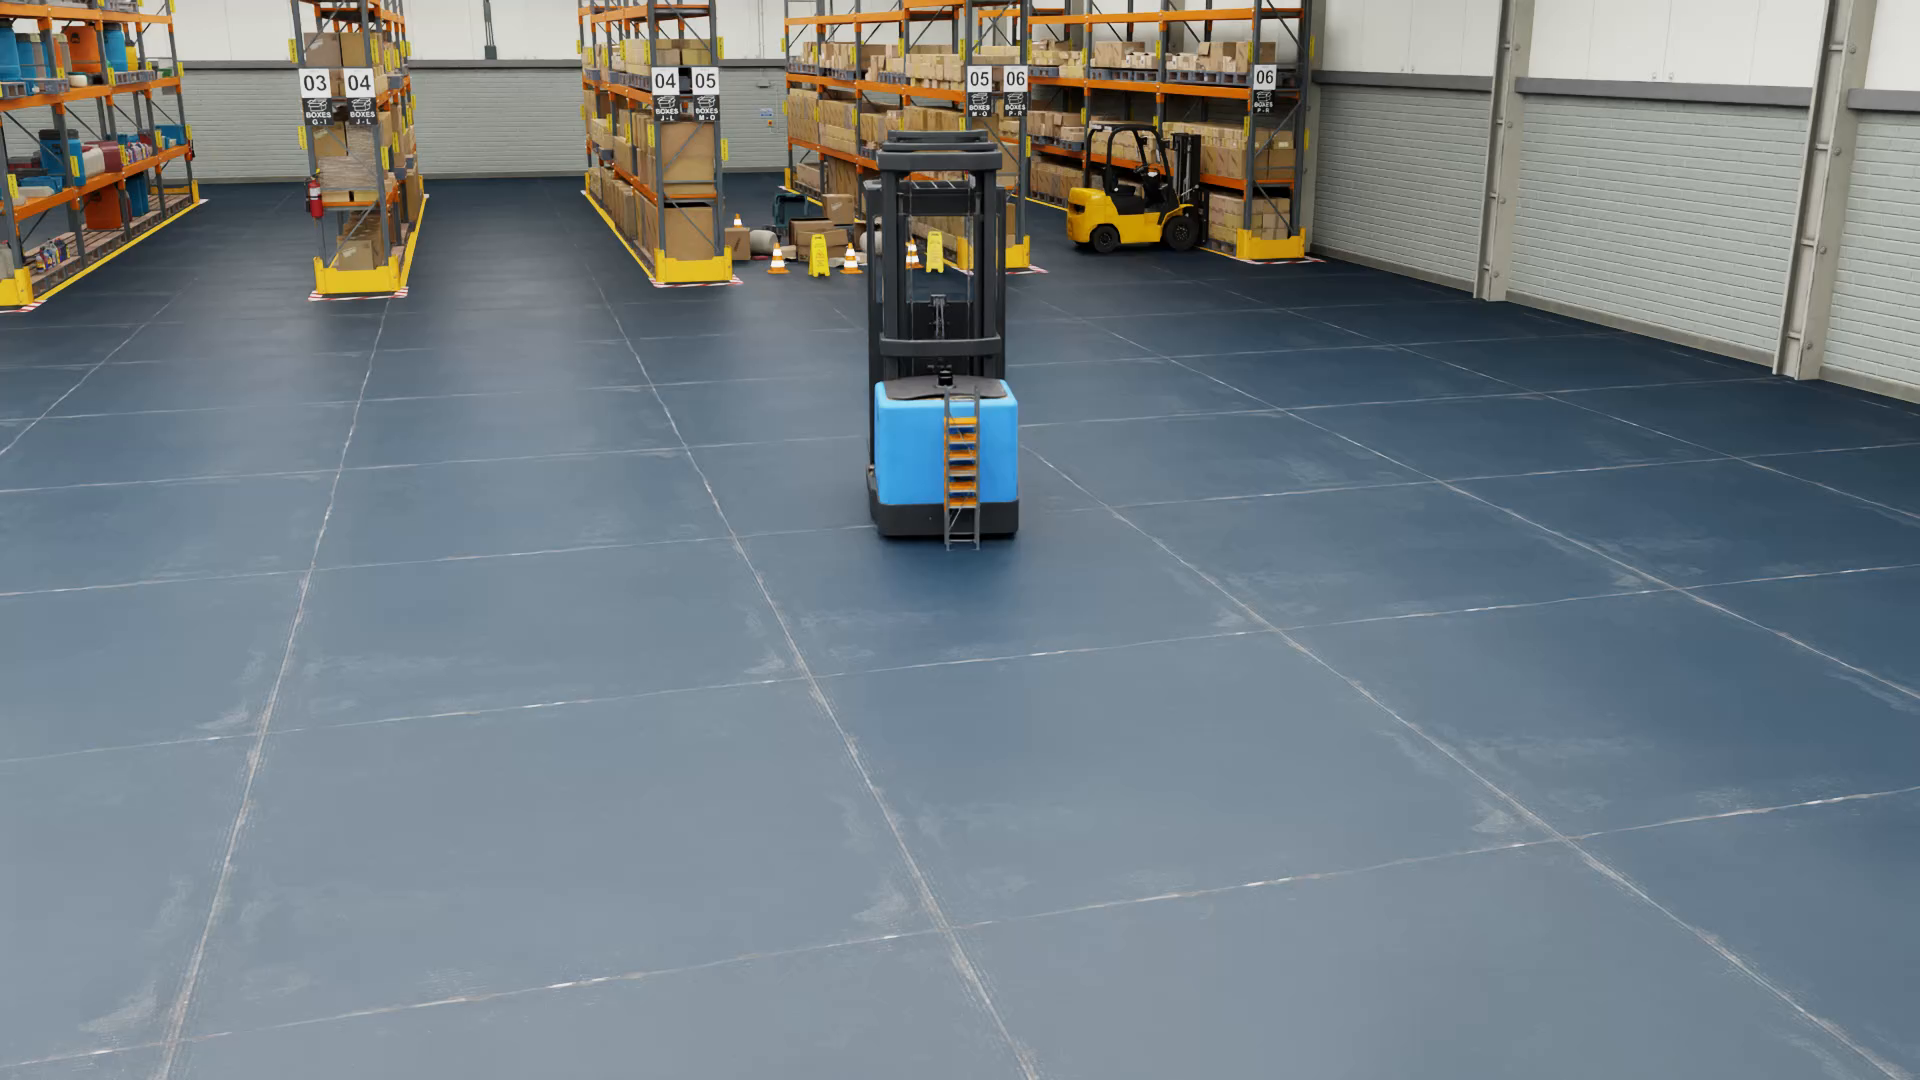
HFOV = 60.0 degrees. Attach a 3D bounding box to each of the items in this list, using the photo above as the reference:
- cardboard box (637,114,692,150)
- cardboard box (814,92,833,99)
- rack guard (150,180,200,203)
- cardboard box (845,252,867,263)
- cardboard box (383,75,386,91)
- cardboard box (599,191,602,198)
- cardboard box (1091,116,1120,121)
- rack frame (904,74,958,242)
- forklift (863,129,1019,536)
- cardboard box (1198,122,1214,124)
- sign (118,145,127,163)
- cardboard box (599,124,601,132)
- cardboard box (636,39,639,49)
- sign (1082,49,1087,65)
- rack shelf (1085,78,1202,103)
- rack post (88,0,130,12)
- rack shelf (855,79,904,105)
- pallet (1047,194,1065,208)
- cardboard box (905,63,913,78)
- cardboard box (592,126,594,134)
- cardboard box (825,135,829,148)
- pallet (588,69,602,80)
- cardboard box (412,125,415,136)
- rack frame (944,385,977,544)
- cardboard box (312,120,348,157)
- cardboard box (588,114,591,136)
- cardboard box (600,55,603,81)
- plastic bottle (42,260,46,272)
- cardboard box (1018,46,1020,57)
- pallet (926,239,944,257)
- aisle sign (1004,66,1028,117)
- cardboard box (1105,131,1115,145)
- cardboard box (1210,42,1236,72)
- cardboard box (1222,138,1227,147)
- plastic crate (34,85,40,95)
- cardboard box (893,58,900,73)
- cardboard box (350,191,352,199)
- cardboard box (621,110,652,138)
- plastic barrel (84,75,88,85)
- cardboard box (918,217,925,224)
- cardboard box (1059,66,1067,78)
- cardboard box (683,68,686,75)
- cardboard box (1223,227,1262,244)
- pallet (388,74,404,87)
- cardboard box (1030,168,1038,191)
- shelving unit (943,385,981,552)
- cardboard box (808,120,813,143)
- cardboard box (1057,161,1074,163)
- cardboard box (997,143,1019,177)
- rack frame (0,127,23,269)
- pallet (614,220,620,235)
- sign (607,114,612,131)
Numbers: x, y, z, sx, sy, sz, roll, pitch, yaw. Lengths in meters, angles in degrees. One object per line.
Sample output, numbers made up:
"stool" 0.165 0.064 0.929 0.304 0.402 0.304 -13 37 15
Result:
"cardboard box" -4.910 -6.794 27.717 0.875 0.550 0.550 -5 17 -15
"cardboard box" -3.115 -10.142 37.962 0.380 0.149 0.250 -5 17 -16
"rack guard" -18.133 -7.984 38.164 1.175 0.500 0.348 -5 17 -15
"cardboard box" -1.728 -4.763 28.049 0.380 0.149 0.250 4 17 13
"cardboard box" -9.544 -7.362 26.794 0.500 0.250 0.500 -4 17 -14
"cardboard box" -7.891 -7.743 37.240 0.380 0.149 0.250 -4 17 -15
"cardboard box" 3.156 -8.935 36.081 0.500 0.500 0.500 -4 17 -13
"rack frame" -0.525 -7.032 30.647 1.000 3.000 0.127 -5 17 -15
"forklift" -0.207 -1.809 13.379 1.130 2.935 3.031 -1 17 -5
"cardboard box" 4.654 -7.789 31.350 0.380 0.149 0.250 -5 17 -17
"sign" -15.388 -7.087 30.547 0.100 0.325 0.005 -5 17 -15
"cardboard box" -7.148 -8.400 33.874 0.380 0.149 0.250 -4 17 -14
"cardboard box" -4.926 -7.871 26.375 0.380 0.149 0.250 -5 17 -16
"sign" 2.625 -10.174 34.994 0.100 0.325 0.005 -5 17 -15
"rack shelf" 3.697 -9.071 33.471 1.077 0.370 4.000 -5 17 -15
"rack post" -16.336 -10.154 31.481 0.937 0.300 0.954 -3 17 -9
"rack shelf" -1.075 -8.677 32.161 1.077 0.370 4.000 -5 17 -15
"pallet" 2.646 -7.742 37.861 1.003 0.211 1.213 -5 17 -15
"cardboard box" -0.668 -8.396 29.717 0.500 0.250 0.500 -5 17 -16
"cardboard box" -7.716 -8.832 35.829 0.380 0.149 0.250 -5 17 -16
"cardboard box" -2.713 -8.887 37.085 0.500 0.250 0.500 -5 17 -17
"pallet" -7.100 -9.706 34.663 1.213 0.211 1.003 -5 17 -15
"cardboard box" -12.963 -9.525 38.692 0.500 0.250 0.500 -5 17 -16
"rack frame" 0.005 -0.545 12.182 0.240 1.200 0.006 -1 17 -5
"cardboard box" -9.343 -5.944 24.596 0.500 0.500 0.500 -5 17 -15
"cardboard box" -8.403 -9.694 38.818 0.500 0.500 0.500 -4 17 -15
"cardboard box" -7.041 -9.617 33.866 0.500 0.500 0.500 -5 17 -15
"plastic bottle" -13.944 -4.176 25.238 0.097 0.201 0.097 0 17 0
"cardboard box" 1.677 -11.505 39.201 0.500 0.250 0.500 -5 17 -15
"pallet" 0.032 -5.175 29.314 1.003 0.211 1.213 -5 17 -15
"aisle sign" 0.889 -7.178 26.615 0.394 0.787 0.004 -5 17 -15
"cardboard box" 3.297 -8.272 34.169 0.500 0.250 0.500 -5 17 -17
"cardboard box" 4.804 -8.447 29.066 0.700 0.500 0.500 -5 17 -15
"cardboard box" 4.812 -6.966 29.126 0.380 0.149 0.250 -5 17 -16
"plastic crate" -13.986 -6.755 24.970 0.243 0.136 0.396 -5 17 -15
"cardboard box" -0.959 -8.888 31.144 0.500 0.250 0.500 -4 17 -15
"cardboard box" -9.299 -5.153 24.830 0.380 0.149 0.250 -5 17 -15
"cardboard box" -6.102 -7.981 31.895 0.700 0.500 0.500 -5 17 -16
"plastic barrel" -15.798 -8.261 29.796 0.294 0.245 0.294 0 17 0
"cardboard box" -0.464 -5.943 29.770 0.500 0.500 0.500 -4 17 -13
"cardboard box" 2.496 -10.297 36.563 0.500 0.250 0.500 -5 17 -15
"cardboard box" -4.153 -7.401 26.197 0.380 0.149 0.250 -5 17 -15
"cardboard box" 4.913 -5.308 28.959 0.500 0.250 0.500 -5 17 -15
"pallet" -10.409 -8.061 29.185 1.213 0.211 1.003 -5 17 -15
"cardboard box" 1.964 -8.490 39.119 0.500 0.500 0.500 -4 17 -13
"shelving unit" 0.013 -0.519 12.094 0.258 1.200 0.189 -1 17 -5
"cardboard box" -3.244 -9.542 38.832 0.500 0.500 0.500 -5 17 -17
"cardboard box" 2.503 -8.801 39.026 0.380 0.149 0.250 -5 17 -15
"cardboard box" 0.710 -6.269 27.416 0.500 0.500 0.500 -5 17 -16
"rack frame" -13.717 -4.750 23.052 1.000 3.000 0.127 -5 17 -15
"pallet" -6.212 -6.159 32.590 1.003 0.211 1.213 -5 17 -15
"sign" -6.875 -8.190 32.628 0.100 0.325 0.005 -5 17 -15
